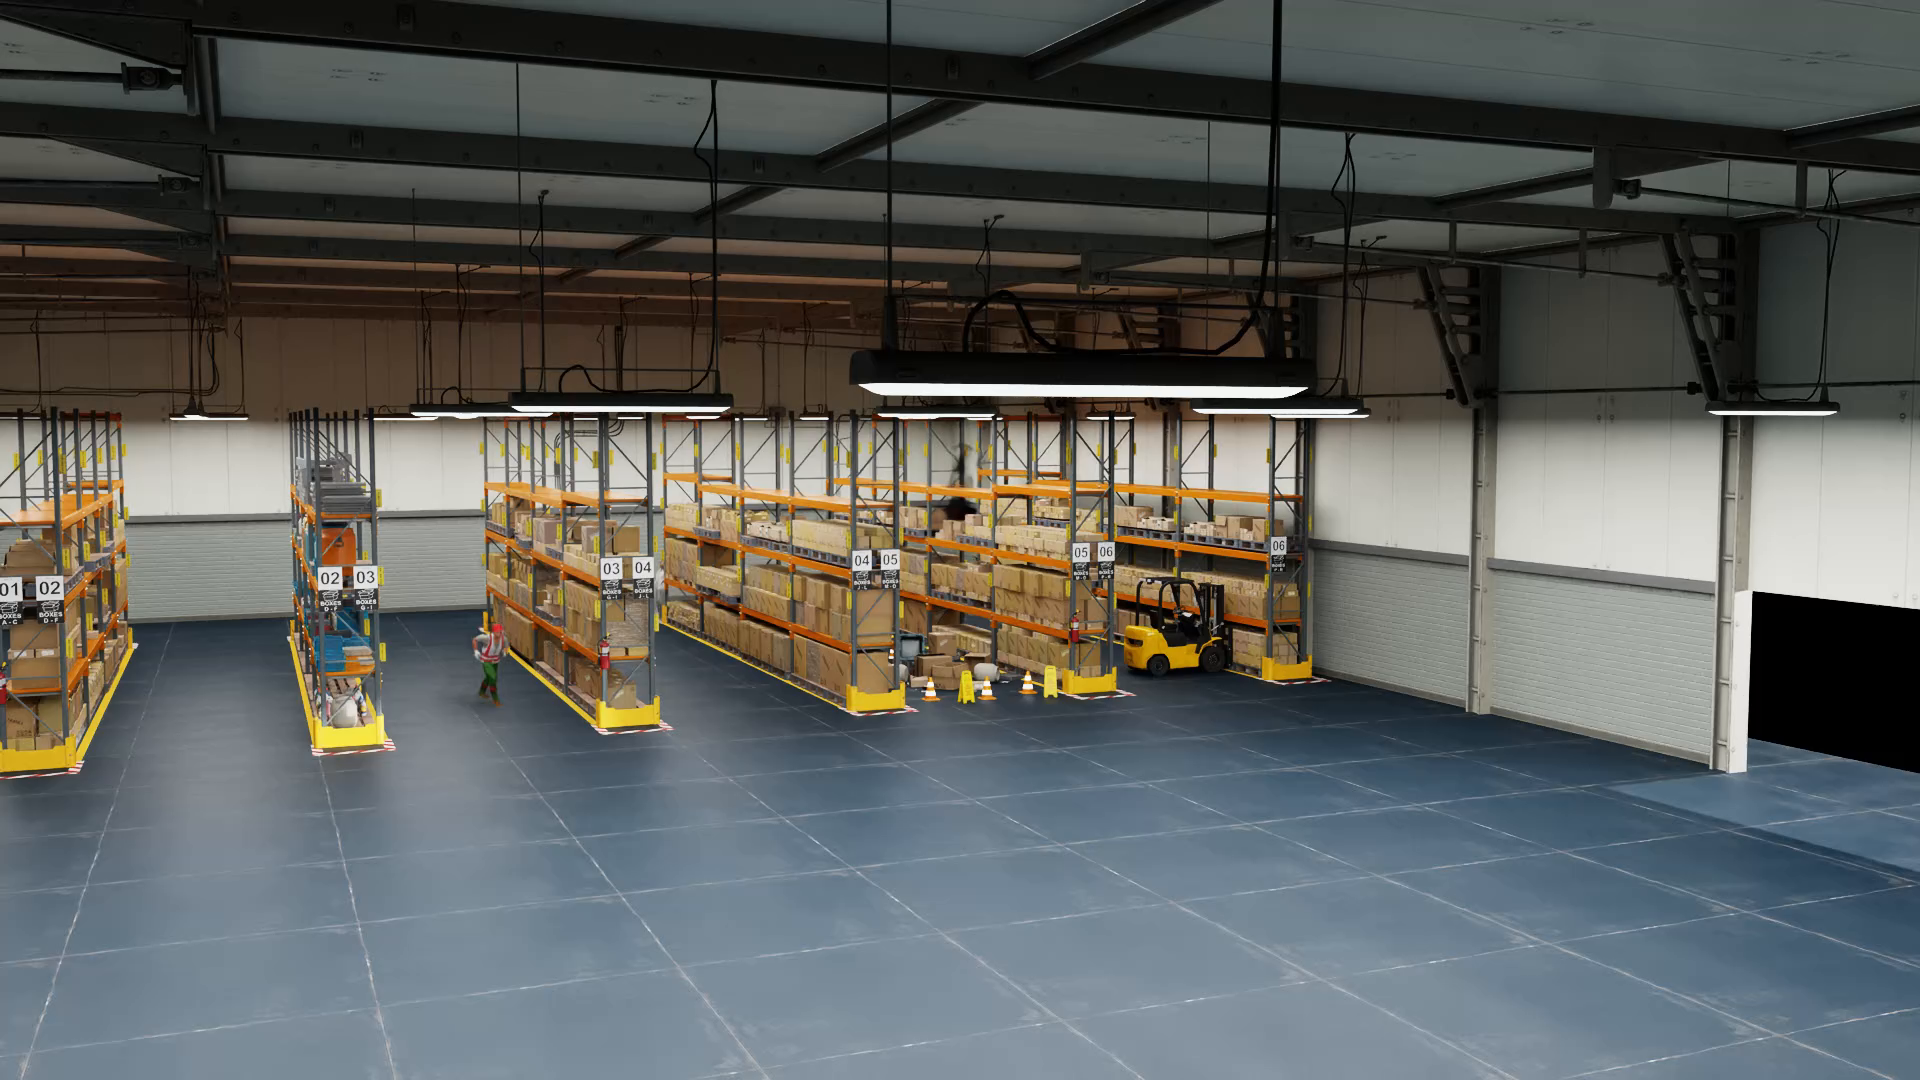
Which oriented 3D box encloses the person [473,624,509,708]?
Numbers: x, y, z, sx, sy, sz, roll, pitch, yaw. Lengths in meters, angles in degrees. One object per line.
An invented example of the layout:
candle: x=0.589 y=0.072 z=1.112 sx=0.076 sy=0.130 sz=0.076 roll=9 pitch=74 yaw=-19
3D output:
person: x=-9.572 y=2.536 z=33.817 sx=0.706 sy=1.731 sz=1.052 roll=-3 pitch=5 yaw=-41

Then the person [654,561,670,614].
person: x=-8.765 y=1.439 z=48.801 sx=0.791 sy=1.758 sz=0.731 roll=-3 pitch=5 yaw=-33
